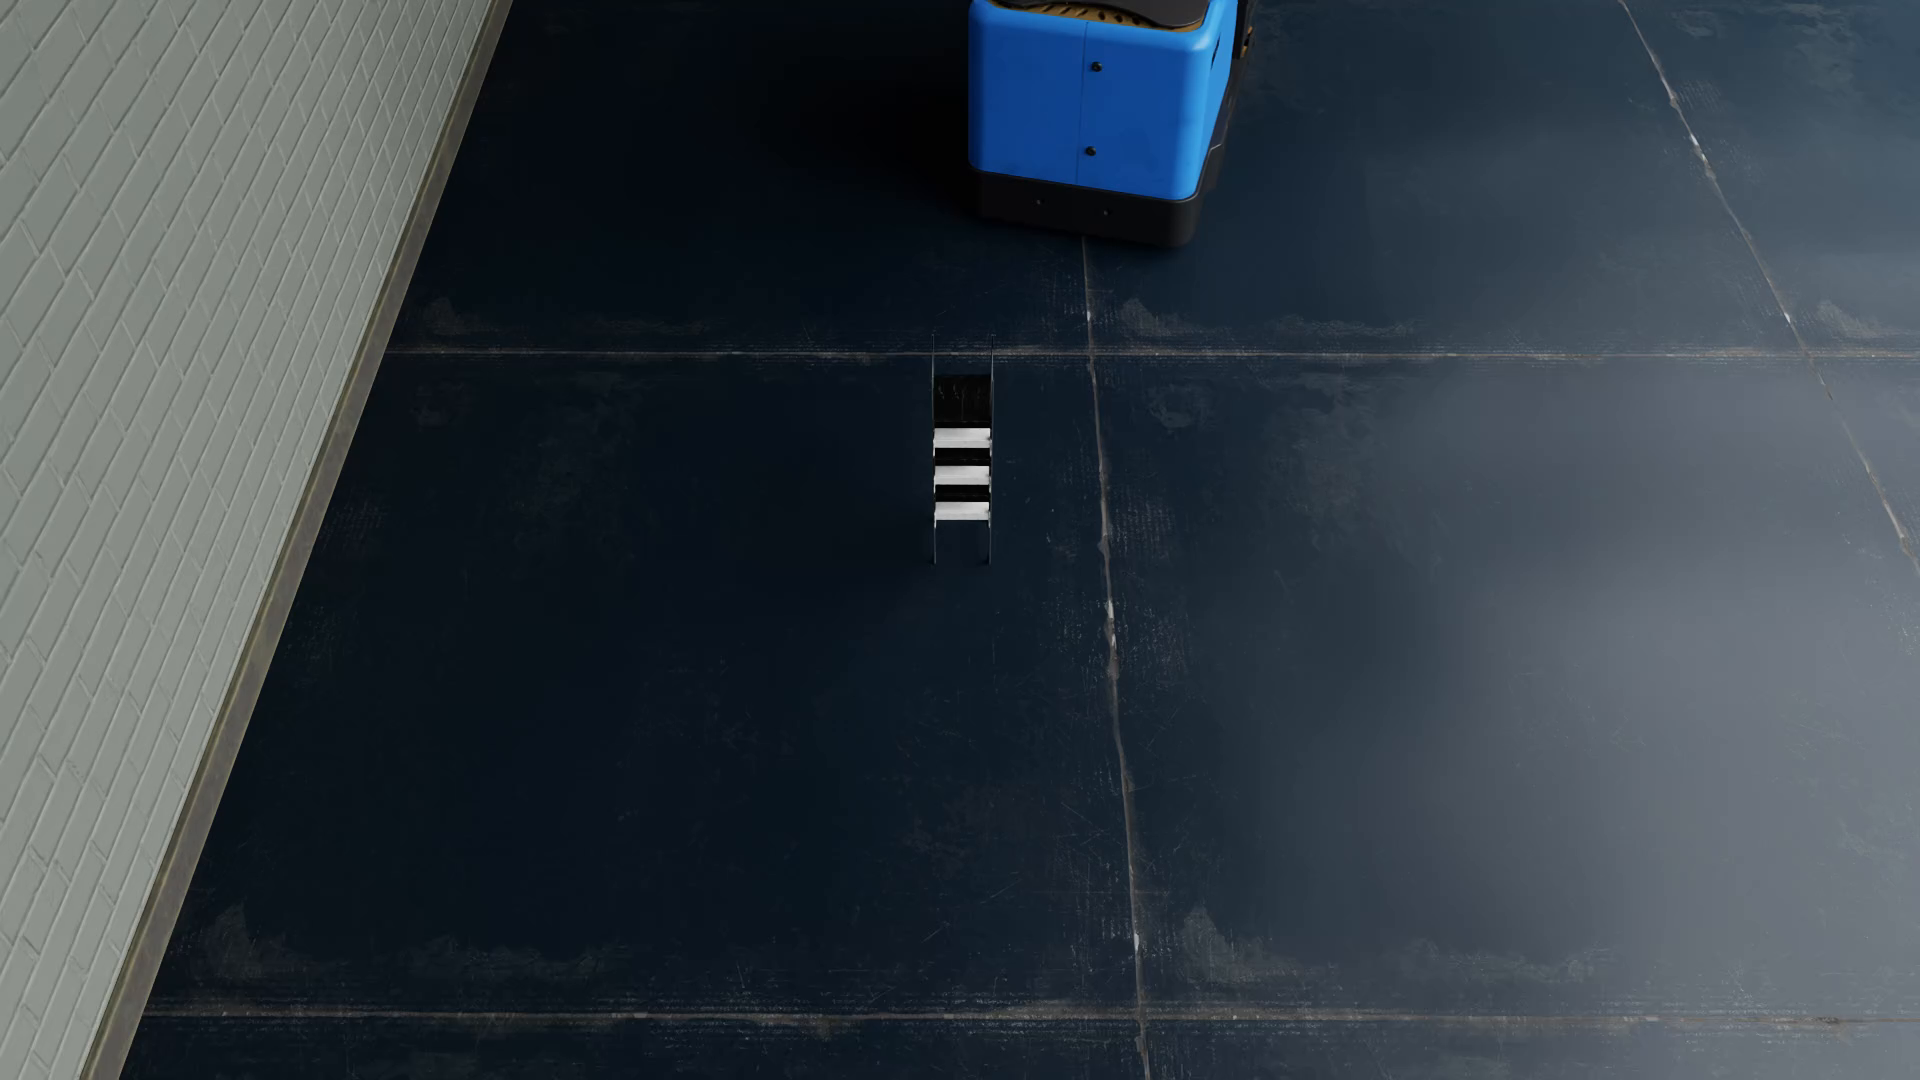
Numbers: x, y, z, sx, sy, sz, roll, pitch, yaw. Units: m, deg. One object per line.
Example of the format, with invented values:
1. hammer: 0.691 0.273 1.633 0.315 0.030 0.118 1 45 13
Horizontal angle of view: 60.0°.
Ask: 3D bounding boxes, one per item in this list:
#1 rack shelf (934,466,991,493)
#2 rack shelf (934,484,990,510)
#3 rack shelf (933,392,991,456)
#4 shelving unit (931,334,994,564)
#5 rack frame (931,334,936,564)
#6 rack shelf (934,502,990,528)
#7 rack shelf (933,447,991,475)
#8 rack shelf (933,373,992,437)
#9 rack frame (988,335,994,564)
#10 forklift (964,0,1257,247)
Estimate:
1. rack shelf: 0.008 -0.284 5.945 0.200 0.077 0.258 0 47 0
2. rack shelf: 0.008 -0.223 6.011 0.200 0.077 0.258 0 47 0
3. rack shelf: 0.008 -0.406 5.813 0.200 0.077 0.258 0 47 0
4. shelving unit: 0.008 -0.307 5.921 0.210 0.900 0.258 0 47 0
5. rack frame: -0.094 -0.307 5.921 0.006 0.900 0.240 0 47 0
6. rack shelf: 0.008 -0.161 6.077 0.200 0.077 0.258 0 47 0
7. rack shelf: 0.008 -0.345 5.879 0.200 0.077 0.258 0 47 0
8. rack shelf: 0.008 -0.468 5.747 0.200 0.077 0.258 0 47 0
9. rack frame: 0.110 -0.306 5.920 0.006 0.900 0.240 0 47 0
10. forklift: 0.896 -3.397 7.410 1.130 2.935 3.031 11 48 10
